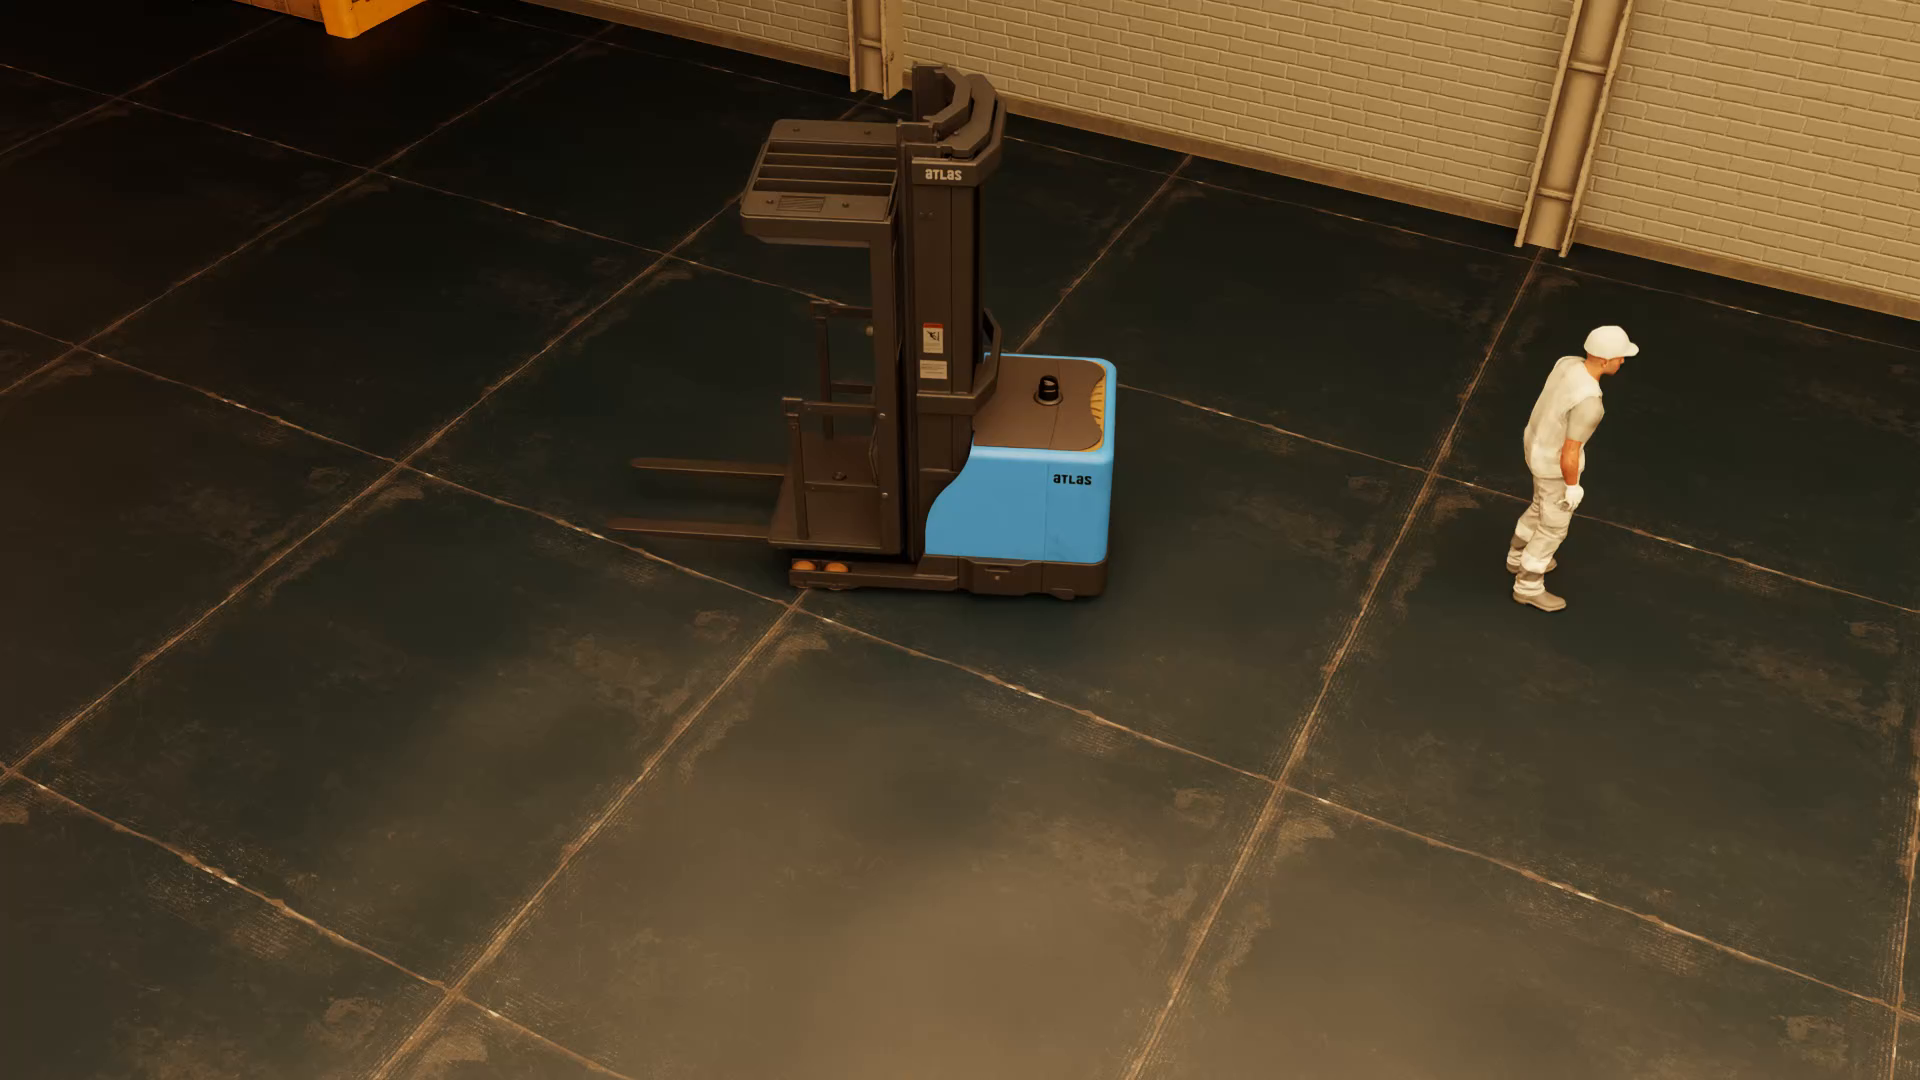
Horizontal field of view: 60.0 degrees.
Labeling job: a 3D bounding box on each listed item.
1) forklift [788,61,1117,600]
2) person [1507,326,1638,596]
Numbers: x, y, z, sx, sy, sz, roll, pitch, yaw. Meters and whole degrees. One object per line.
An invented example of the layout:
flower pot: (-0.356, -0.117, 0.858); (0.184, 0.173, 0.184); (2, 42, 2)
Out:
forklift: (-0.606, -1.157, 9.360); (3.031, 2.935, 1.130); (3, 40, 4)
person: (3.408, -0.457, 9.383); (0.453, 1.719, 0.609); (3, 40, 4)
